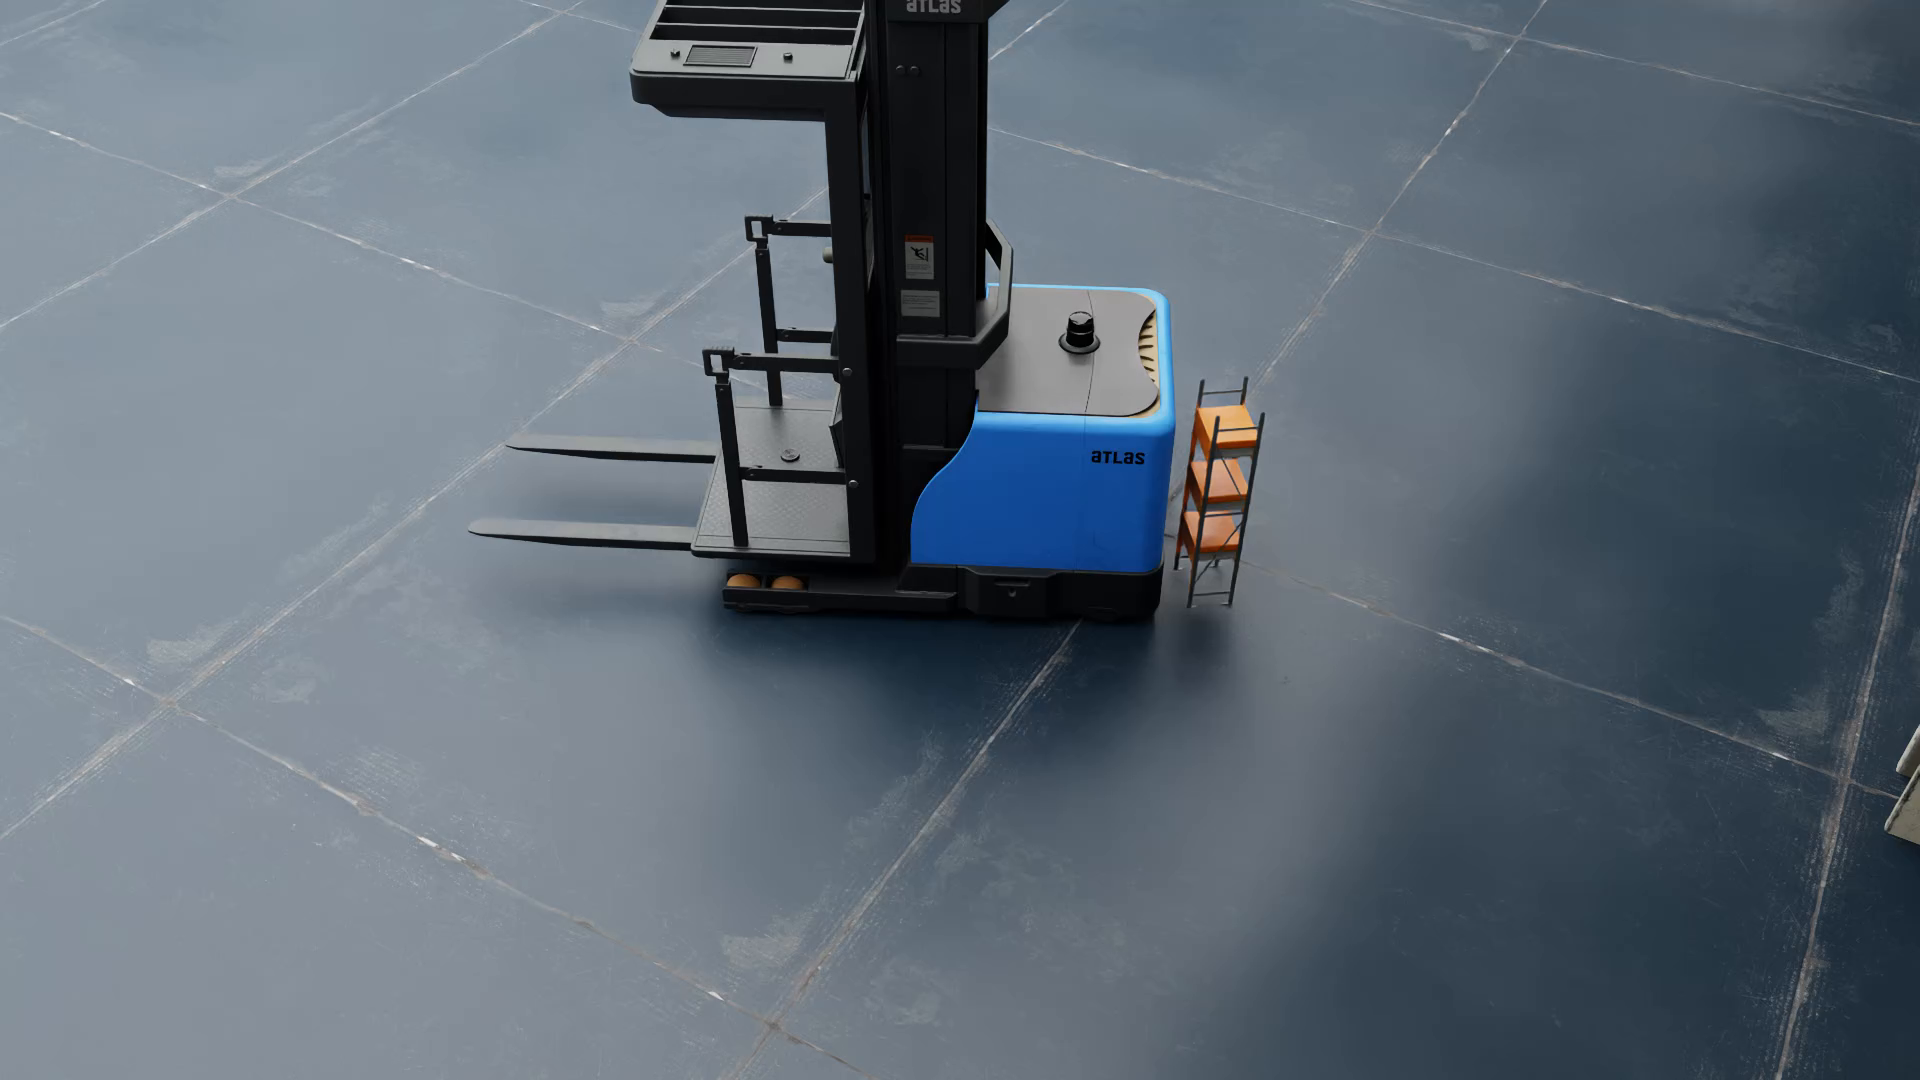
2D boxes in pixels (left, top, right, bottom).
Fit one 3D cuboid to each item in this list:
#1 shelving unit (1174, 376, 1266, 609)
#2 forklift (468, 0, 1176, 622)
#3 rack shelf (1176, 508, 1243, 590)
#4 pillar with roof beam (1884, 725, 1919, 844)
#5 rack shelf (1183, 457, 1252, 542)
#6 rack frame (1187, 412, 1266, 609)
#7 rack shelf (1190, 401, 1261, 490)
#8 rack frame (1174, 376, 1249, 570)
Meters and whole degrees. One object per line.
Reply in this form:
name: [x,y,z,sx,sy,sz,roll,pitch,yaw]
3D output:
shelving unit: [1.077,-0.184,6.975,0.215,1.050,0.252,-5,42,-7]
forklift: [-0.624,-1.127,6.628,3.031,2.935,1.130,2,41,3]
rack shelf: [1.072,0.030,7.168,0.215,0.259,0.240,-5,42,-7]
pillar with roof beam: [0.013,-3.758,5.024,9.100,9.000,0.400,21,45,22]
rack shelf: [1.077,-0.176,6.982,0.215,0.259,0.240,-5,42,-7]
rack frame: [1.094,-0.103,6.885,0.200,1.050,0.008,-5,42,-7]
rack shelf: [1.081,-0.387,6.792,0.215,0.259,0.240,-5,42,-7]
rack frame: [1.060,-0.265,7.064,0.200,1.050,0.008,-5,42,-7]
